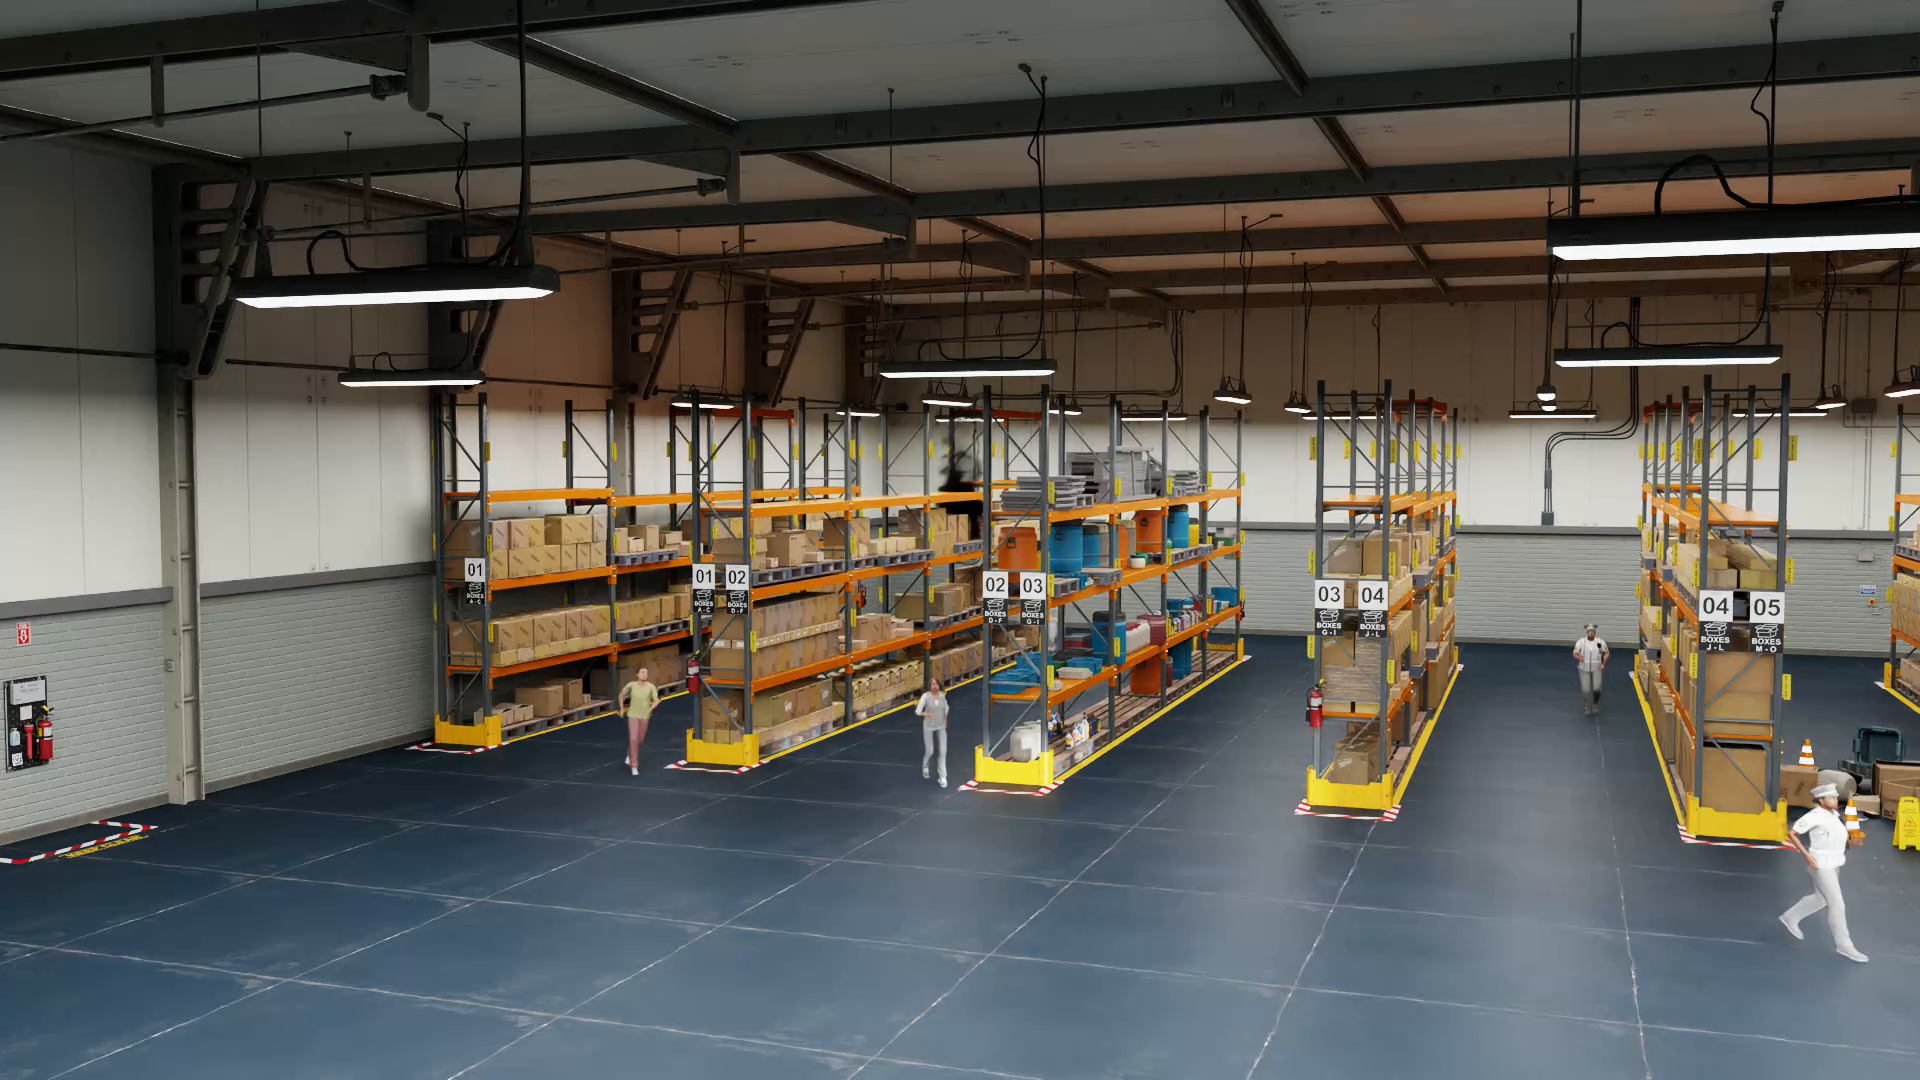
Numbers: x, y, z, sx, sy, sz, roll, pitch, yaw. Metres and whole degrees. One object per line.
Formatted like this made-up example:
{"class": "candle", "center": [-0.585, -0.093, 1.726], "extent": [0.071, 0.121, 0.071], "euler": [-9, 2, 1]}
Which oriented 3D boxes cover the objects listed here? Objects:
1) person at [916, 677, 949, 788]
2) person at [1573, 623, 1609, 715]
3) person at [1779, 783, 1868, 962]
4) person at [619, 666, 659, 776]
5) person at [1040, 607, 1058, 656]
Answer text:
{"class": "person", "center": [-0.401, 2.864, 25.006], "extent": [0.542, 1.612, 0.744], "euler": [-1, 3, -14]}
{"class": "person", "center": [11.938, 2.449, 31.455], "extent": [0.650, 1.744, 0.602], "euler": [1, 3, 20]}
{"class": "person", "center": [8.612, 3.252, 16.557], "extent": [0.572, 1.688, 0.916], "euler": [-2, 4, -37]}
{"class": "person", "center": [-5.008, 2.797, 26.022], "extent": [0.614, 1.660, 0.819], "euler": [-1, 3, -18]}
{"class": "person", "center": [1.943, 1.883, 36.915], "extent": [0.638, 1.891, 0.743], "euler": [1, 3, 14]}
